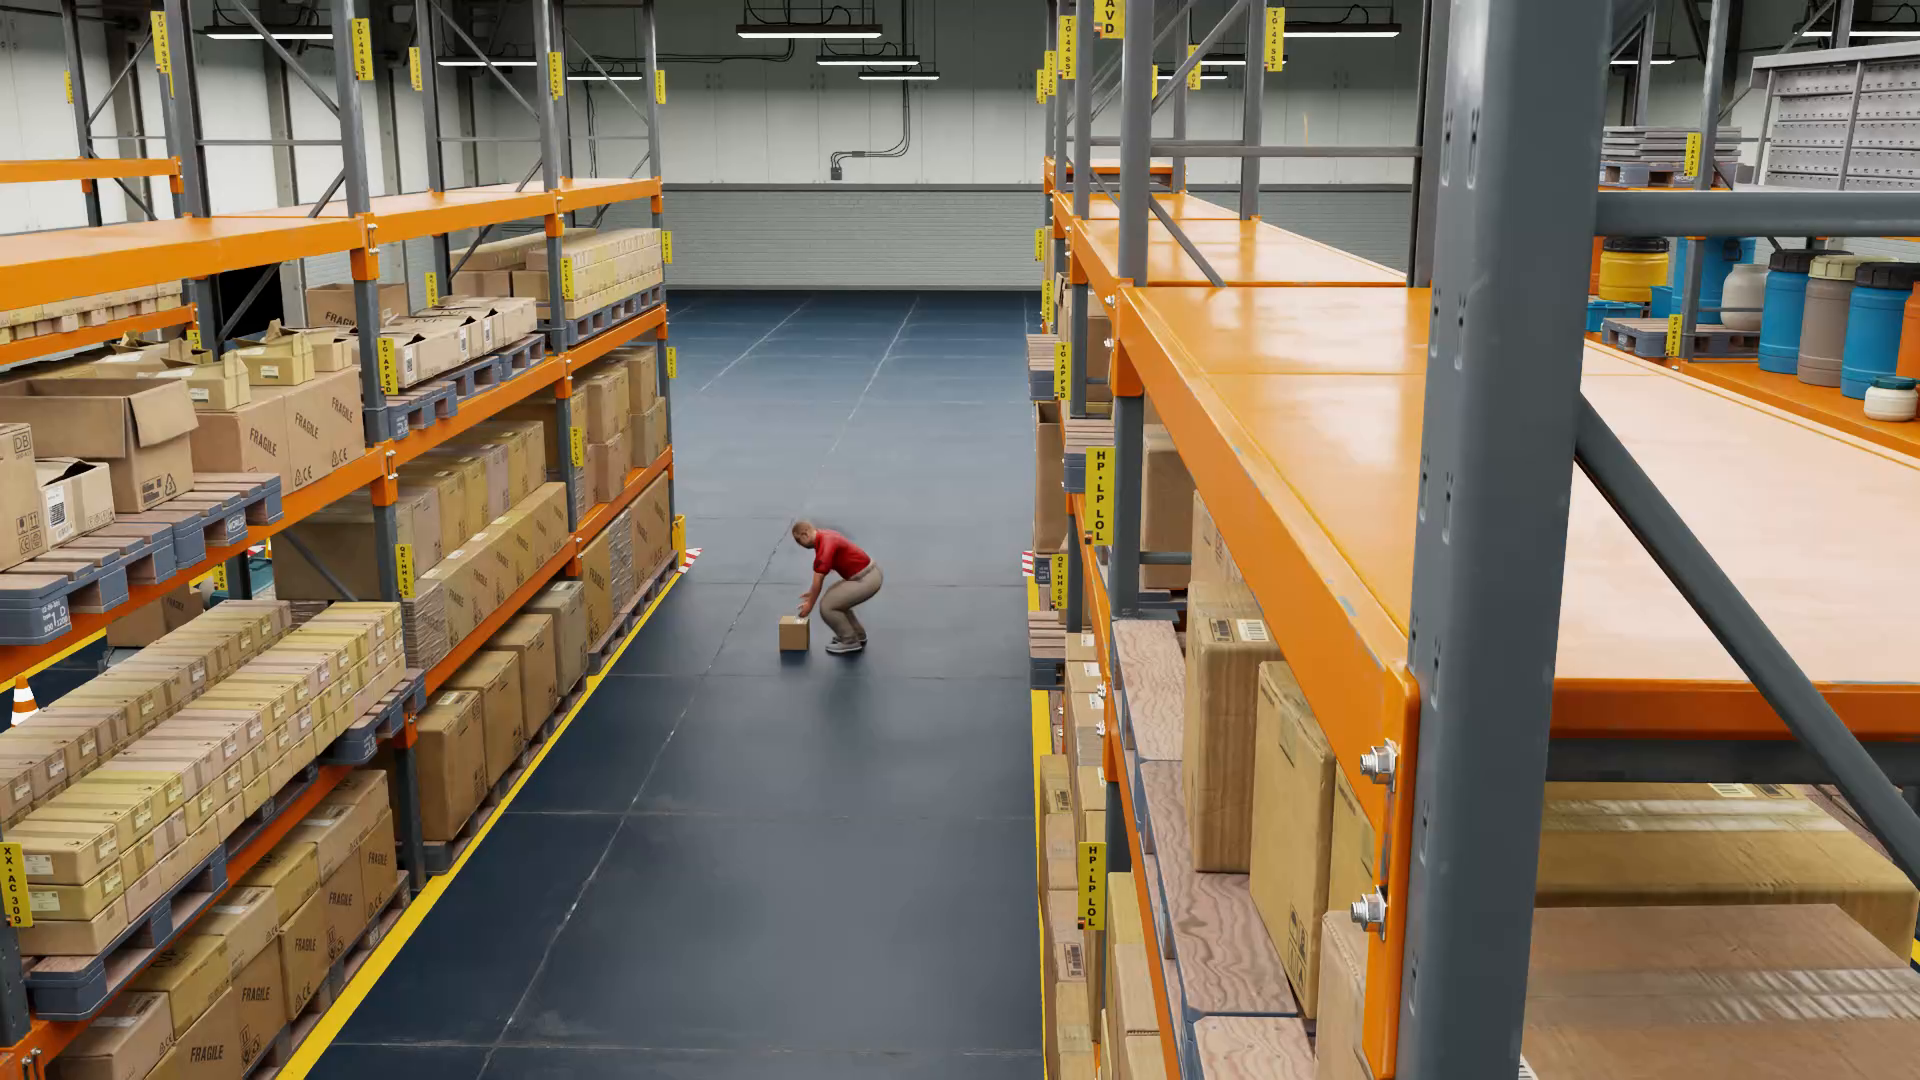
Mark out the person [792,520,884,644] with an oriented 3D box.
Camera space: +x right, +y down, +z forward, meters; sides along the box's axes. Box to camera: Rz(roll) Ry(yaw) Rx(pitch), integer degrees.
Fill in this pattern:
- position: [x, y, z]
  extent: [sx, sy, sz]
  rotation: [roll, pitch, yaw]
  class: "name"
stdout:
- position: [-1.099, 0.370, 15.004]
  extent: [0.805, 1.131, 0.580]
  rotation: [0, 14, 1]
  class: "person"
